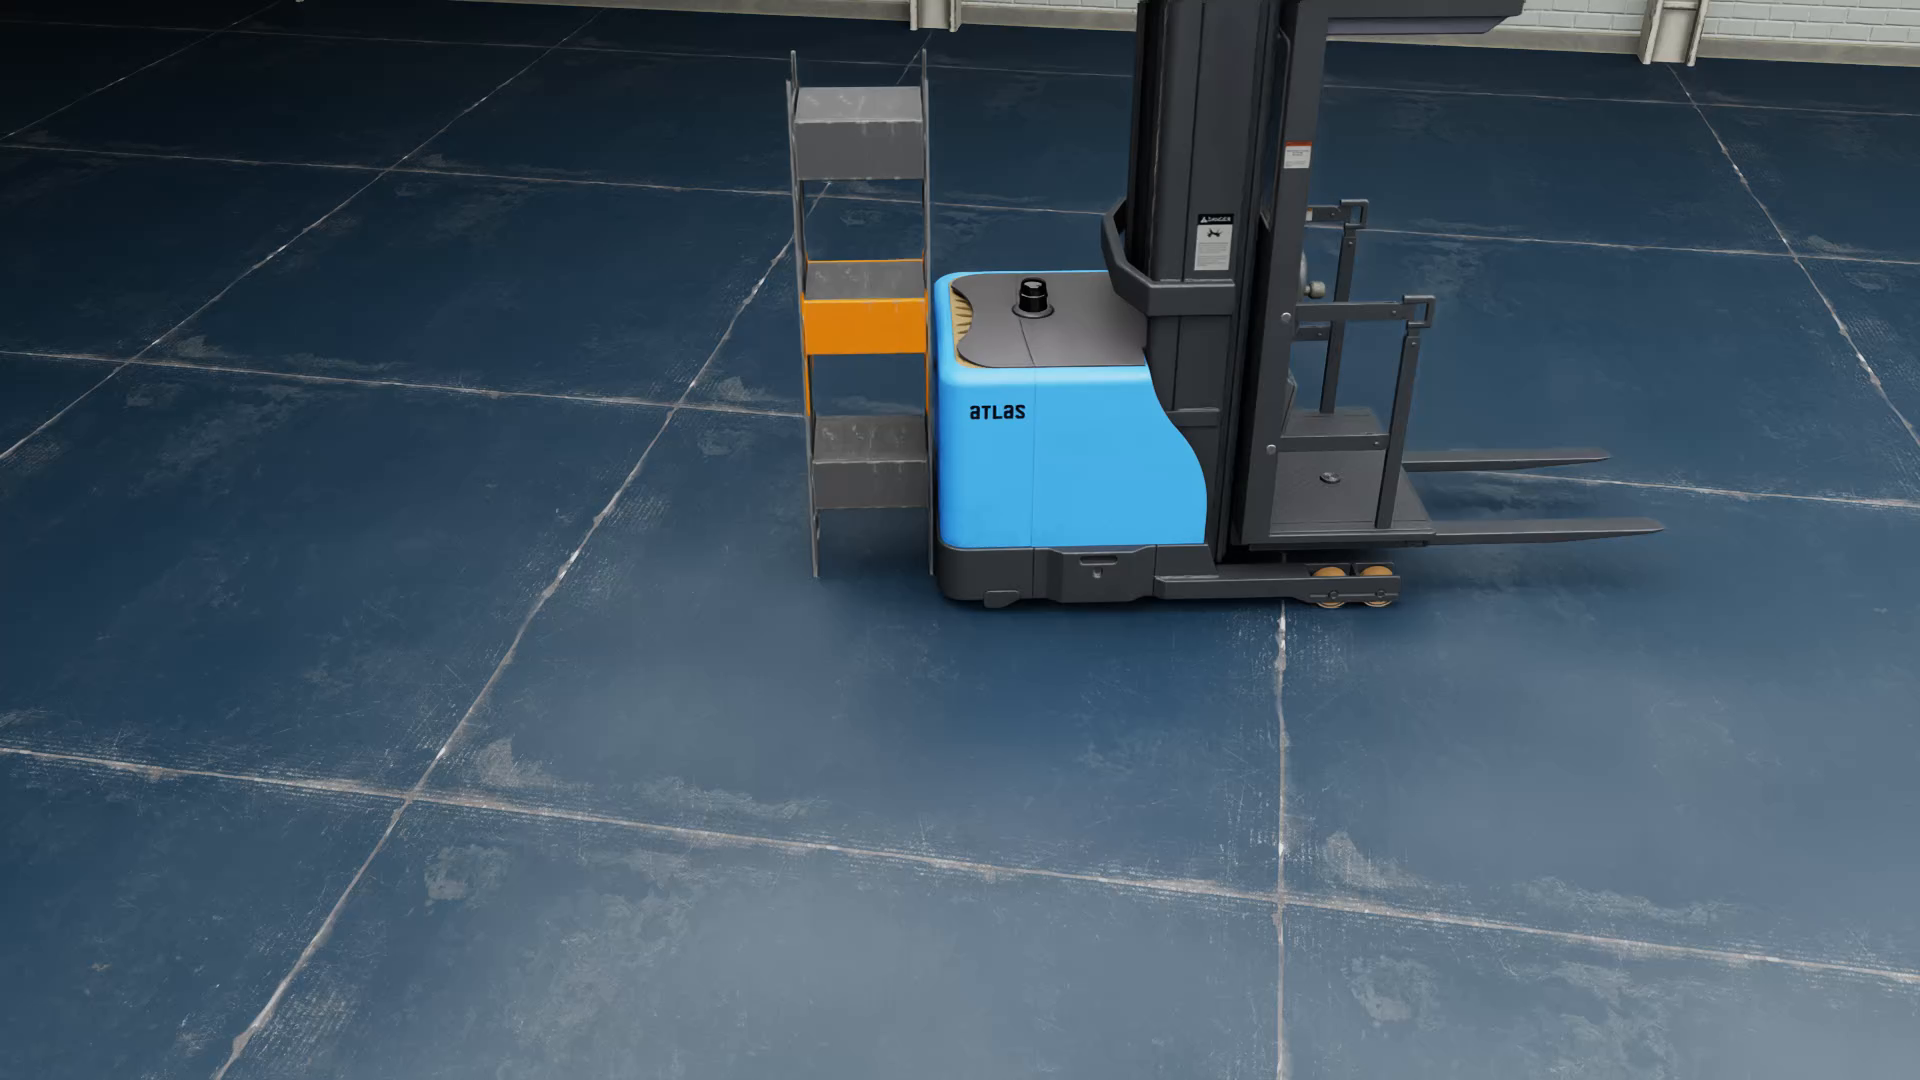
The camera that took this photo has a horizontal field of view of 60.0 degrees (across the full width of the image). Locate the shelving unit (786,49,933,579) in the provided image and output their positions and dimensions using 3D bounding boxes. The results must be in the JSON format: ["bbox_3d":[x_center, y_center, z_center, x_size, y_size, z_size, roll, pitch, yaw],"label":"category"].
[{"bbox_3d":[-0.371,-0.838,6.610,0.503,2.100,0.431,-1,32,-2],"label":"shelving unit"}]

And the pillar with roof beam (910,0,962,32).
[{"bbox_3d":[-0.930,-5.988,8.336,0.400,9.000,9.100,5,32,8],"label":"pillar with roof beam"}]

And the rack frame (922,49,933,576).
[{"bbox_3d":[-0.127,-0.843,6.618,0.015,2.100,0.400,-1,32,-2],"label":"rack frame"}]

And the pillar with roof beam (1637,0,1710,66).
[{"bbox_3d":[4.984,-5.453,7.480,0.400,9.000,9.100,5,32,8],"label":"pillar with roof beam"}]

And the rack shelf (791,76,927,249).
[{"bbox_3d":[-0.371,-1.420,6.246,0.480,0.518,0.431,-1,32,-2],"label":"rack shelf"}]

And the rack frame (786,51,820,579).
[{"bbox_3d":[-0.615,-0.833,6.602,0.015,2.100,0.400,-1,32,-2],"label":"rack frame"}]

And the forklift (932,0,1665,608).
[{"bbox_3d":[1.406,-1.245,6.477,3.031,2.935,1.130,-1,32,-2],"label":"forklift"}]

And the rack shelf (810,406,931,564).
[{"bbox_3d":[-0.371,-0.233,6.989,0.480,0.518,0.431,-1,32,-2],"label":"rack shelf"}]

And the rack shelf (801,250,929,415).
[{"bbox_3d":[-0.371,-0.827,6.617,0.480,0.518,0.431,-1,32,-2],"label":"rack shelf"}]
